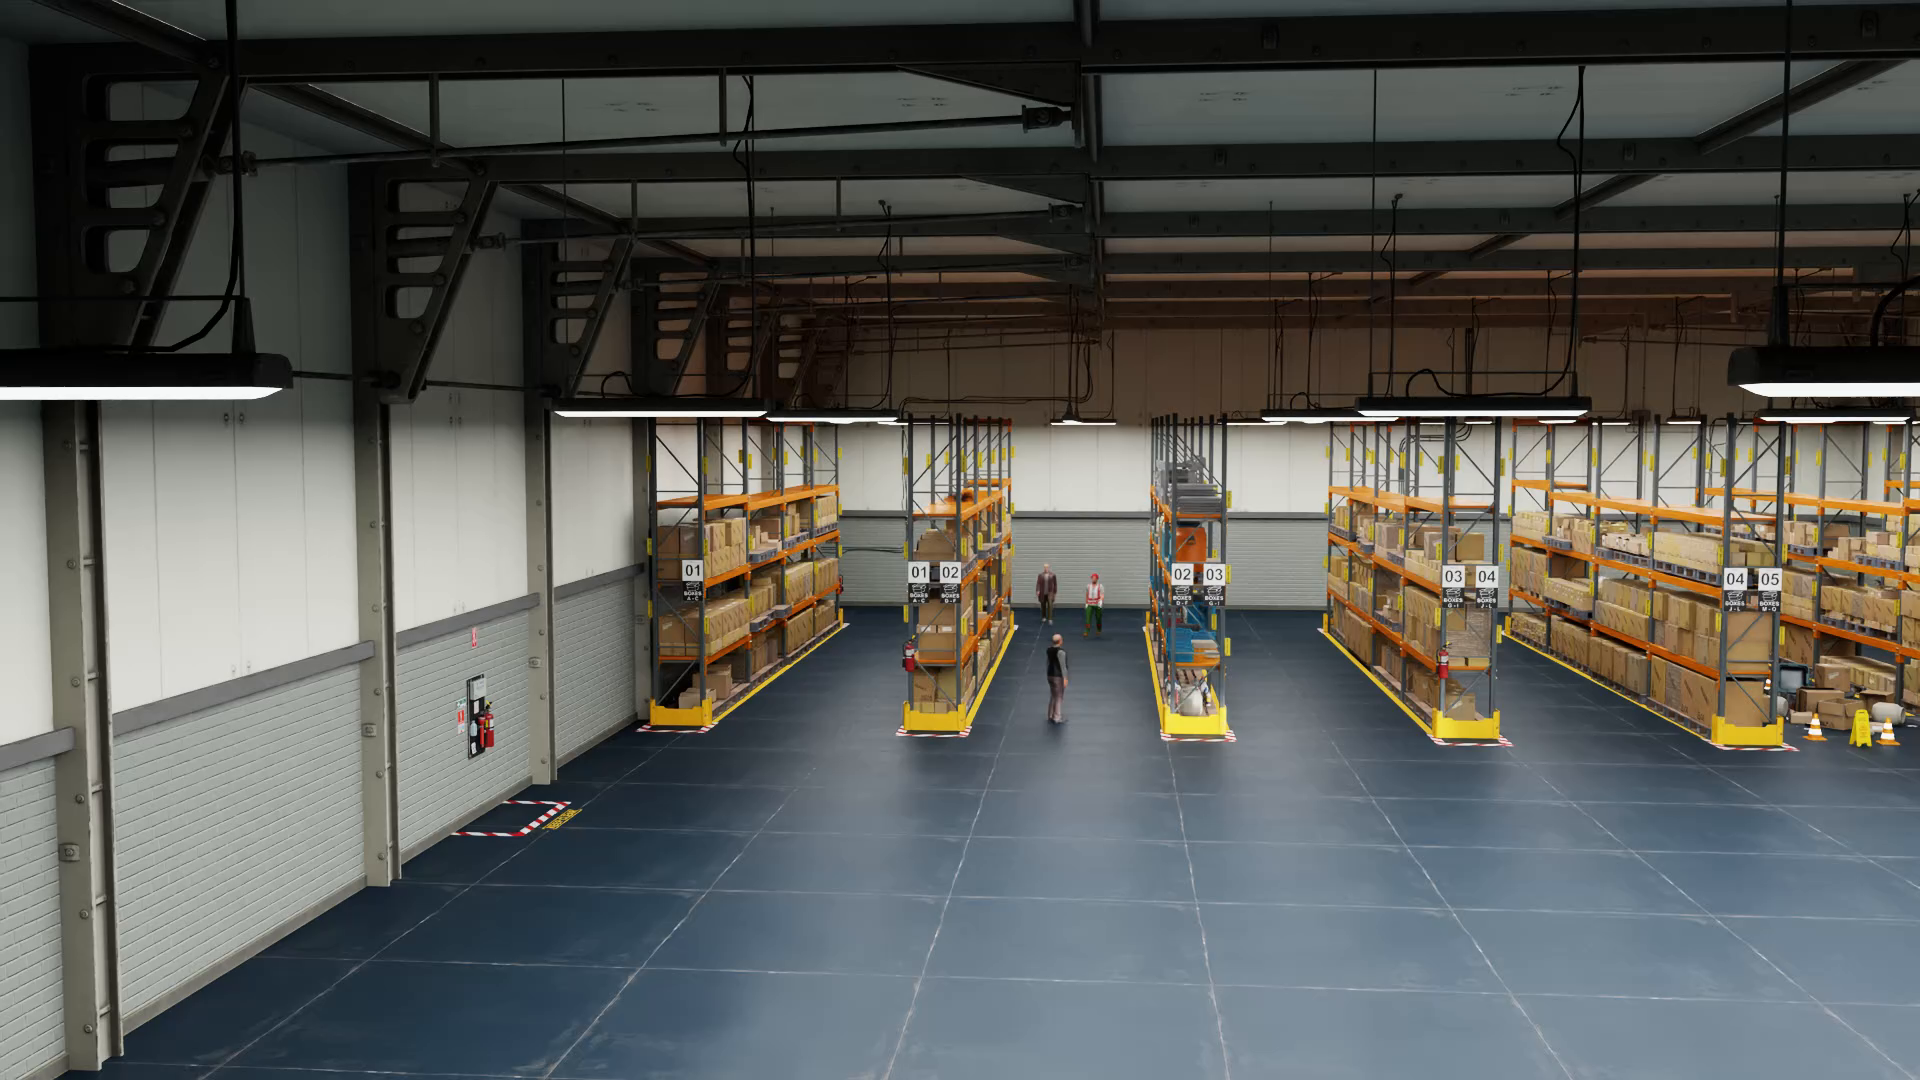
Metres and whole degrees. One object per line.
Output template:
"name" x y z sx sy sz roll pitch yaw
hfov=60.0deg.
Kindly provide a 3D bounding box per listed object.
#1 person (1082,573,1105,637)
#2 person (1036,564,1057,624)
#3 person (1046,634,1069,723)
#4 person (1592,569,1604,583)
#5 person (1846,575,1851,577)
"person" 3.652 1.772 45.371 0.577 1.722 1.076 1 4 20
"person" 2.534 1.564 48.637 0.629 1.728 1.047 0 4 3
"person" 1.918 2.711 32.325 0.407 1.764 0.601 -2 4 -29
"person" 18.138 1.668 47.325 1.067 1.736 0.627 0 4 1
"person" 24.928 1.777 46.588 0.775 1.597 0.514 0 4 6
